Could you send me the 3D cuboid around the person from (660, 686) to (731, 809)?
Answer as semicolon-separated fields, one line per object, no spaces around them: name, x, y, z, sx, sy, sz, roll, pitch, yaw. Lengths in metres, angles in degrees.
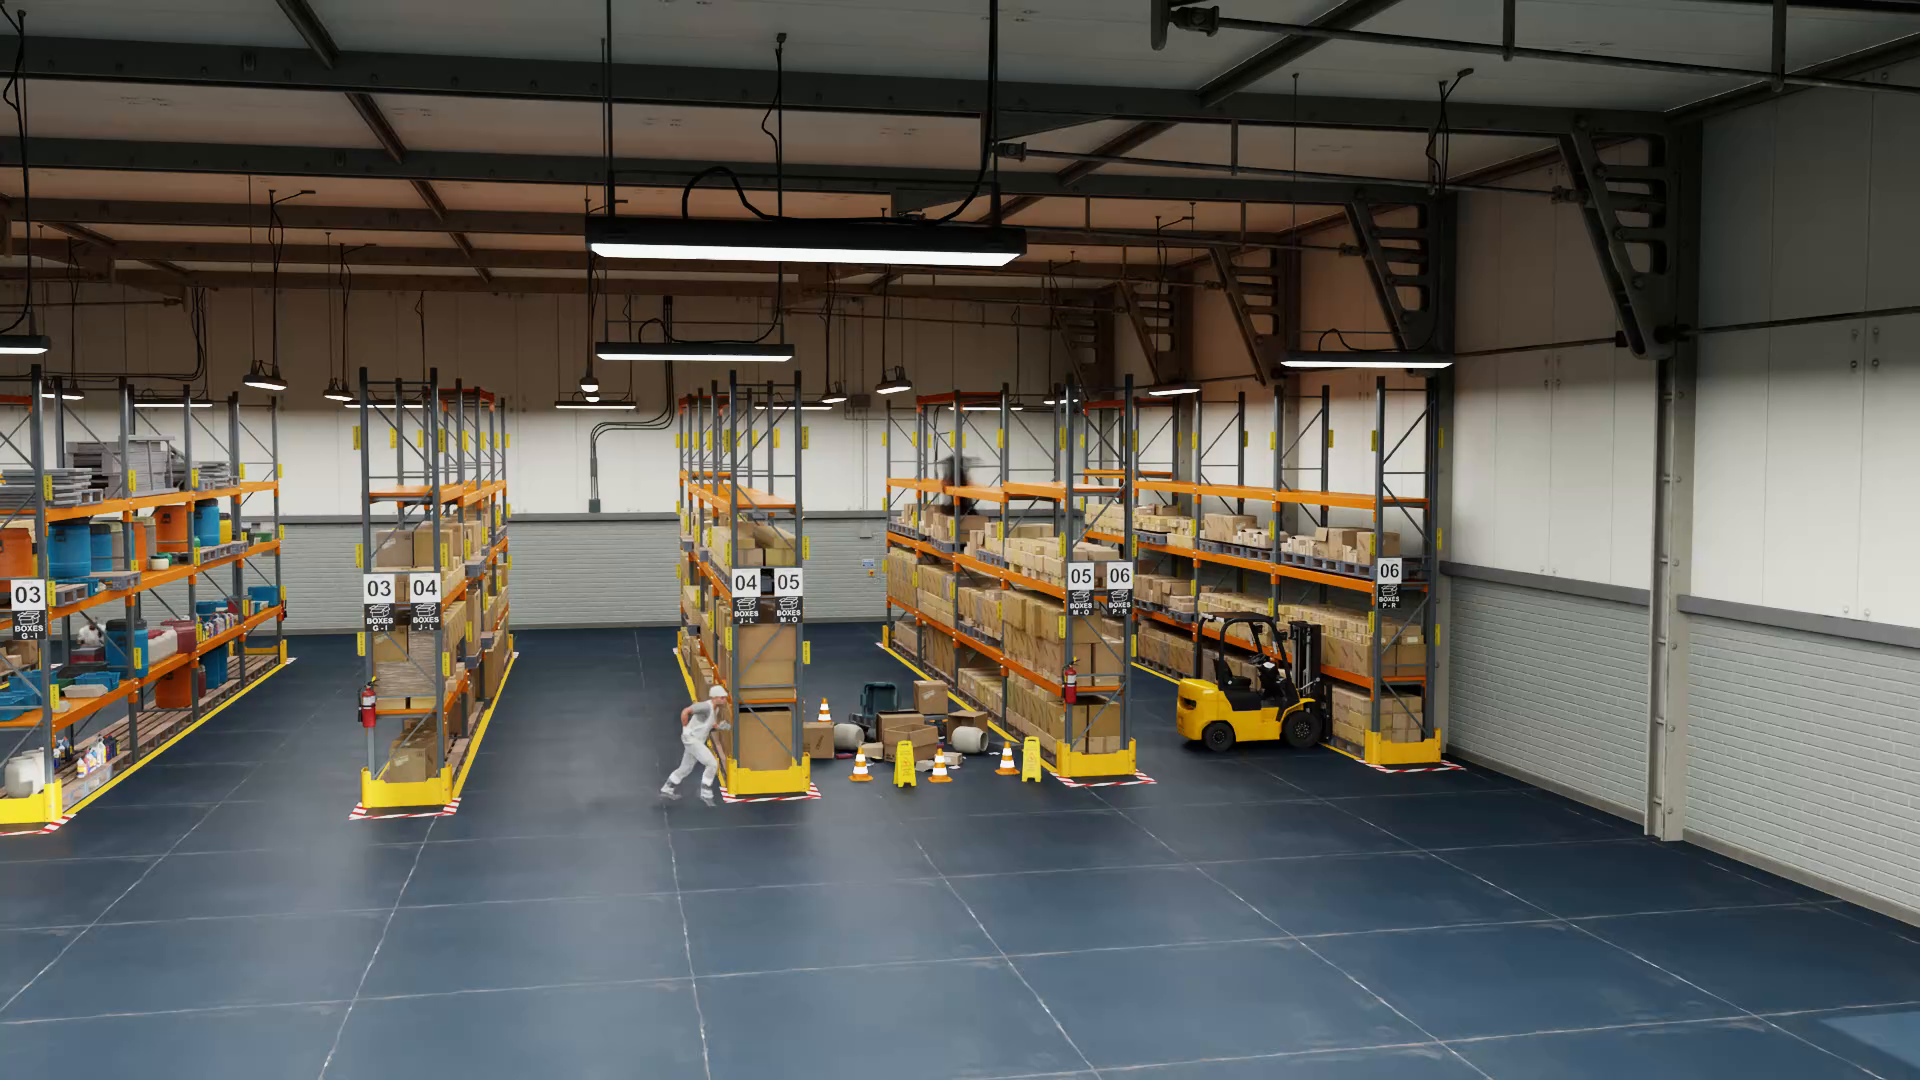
person;-3.638;2.838;22.718;1.015;1.720;0.713;1;3;12

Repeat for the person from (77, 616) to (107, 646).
person;-17.113;2.268;32.889;0.596;1.633;0.961;-2;4;-26
